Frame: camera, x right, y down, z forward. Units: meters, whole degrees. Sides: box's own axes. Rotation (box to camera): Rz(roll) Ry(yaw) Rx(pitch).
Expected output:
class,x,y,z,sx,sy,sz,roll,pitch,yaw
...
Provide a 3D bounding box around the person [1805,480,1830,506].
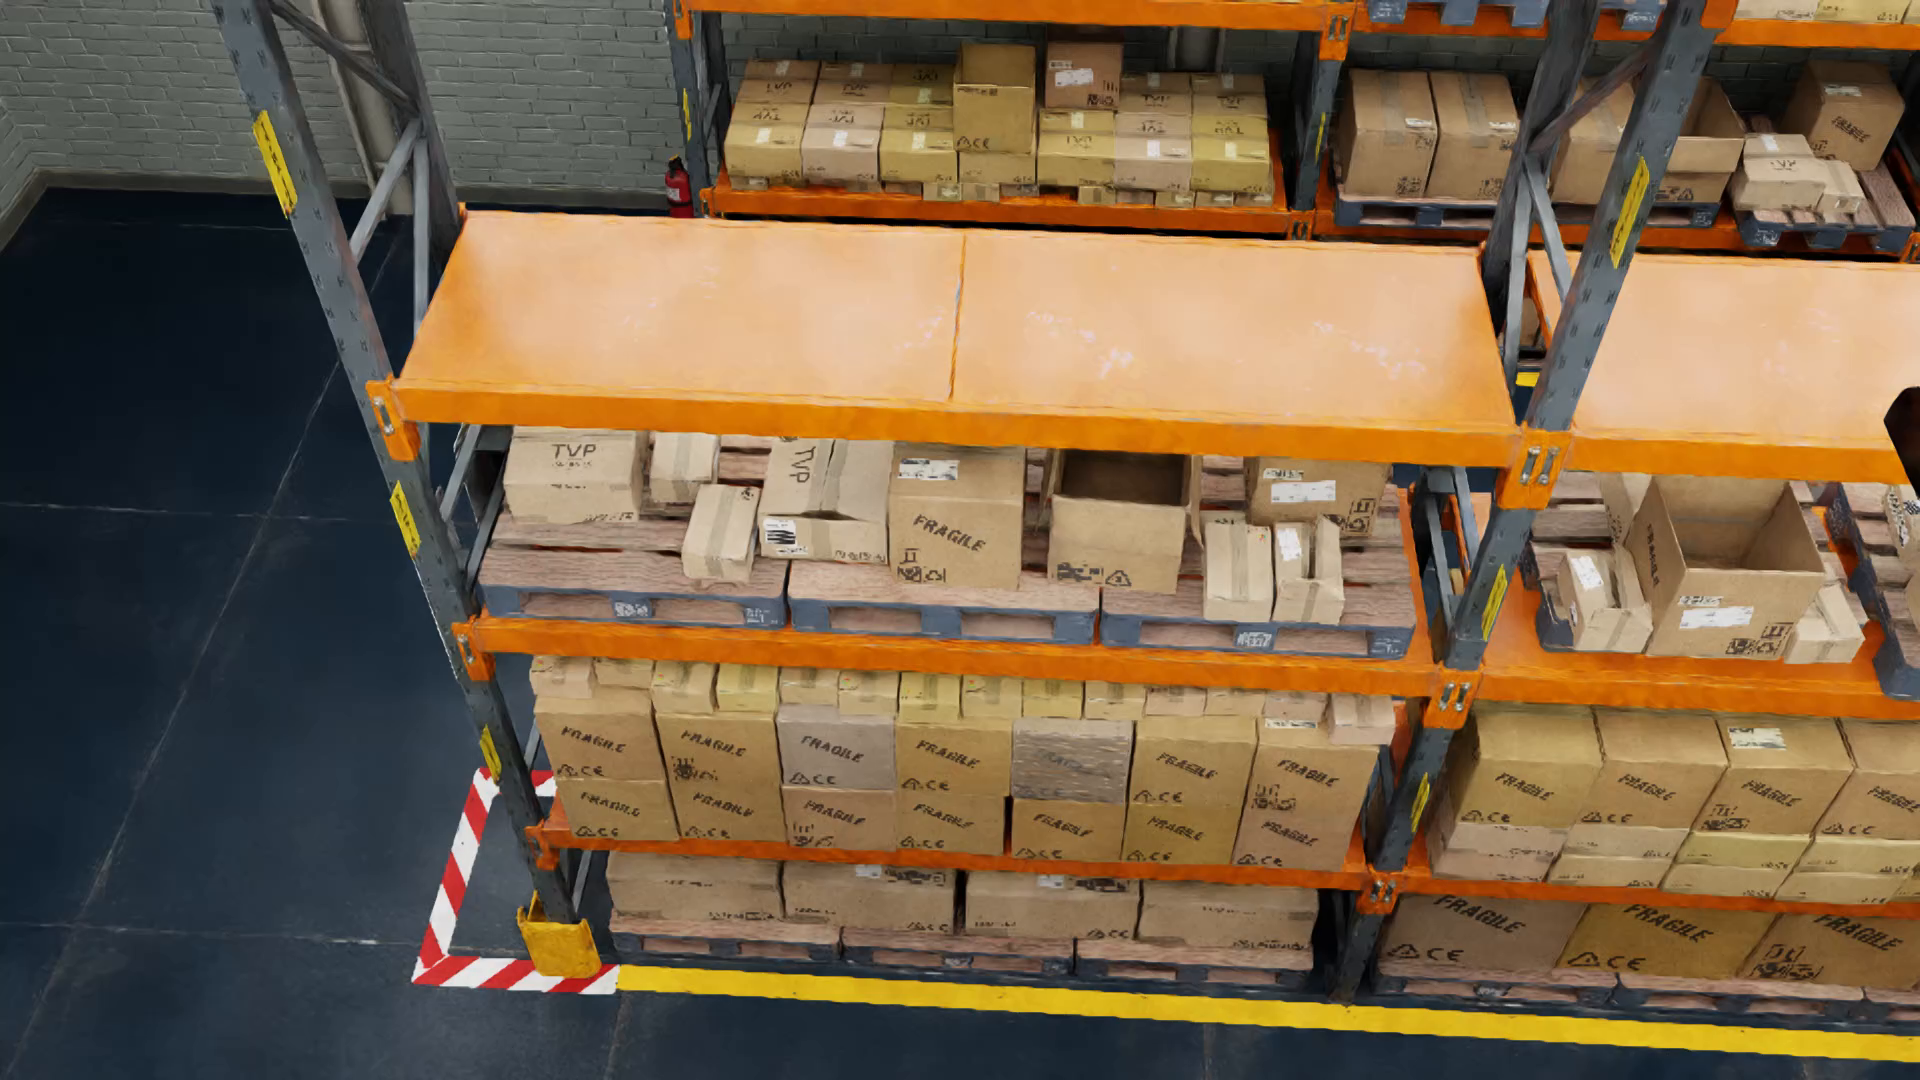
class,x,y,z,sx,sy,sz,roll,pitch,yaw
person,4.655,0.046,9.479,0.678,1.773,0.624,25,53,21
